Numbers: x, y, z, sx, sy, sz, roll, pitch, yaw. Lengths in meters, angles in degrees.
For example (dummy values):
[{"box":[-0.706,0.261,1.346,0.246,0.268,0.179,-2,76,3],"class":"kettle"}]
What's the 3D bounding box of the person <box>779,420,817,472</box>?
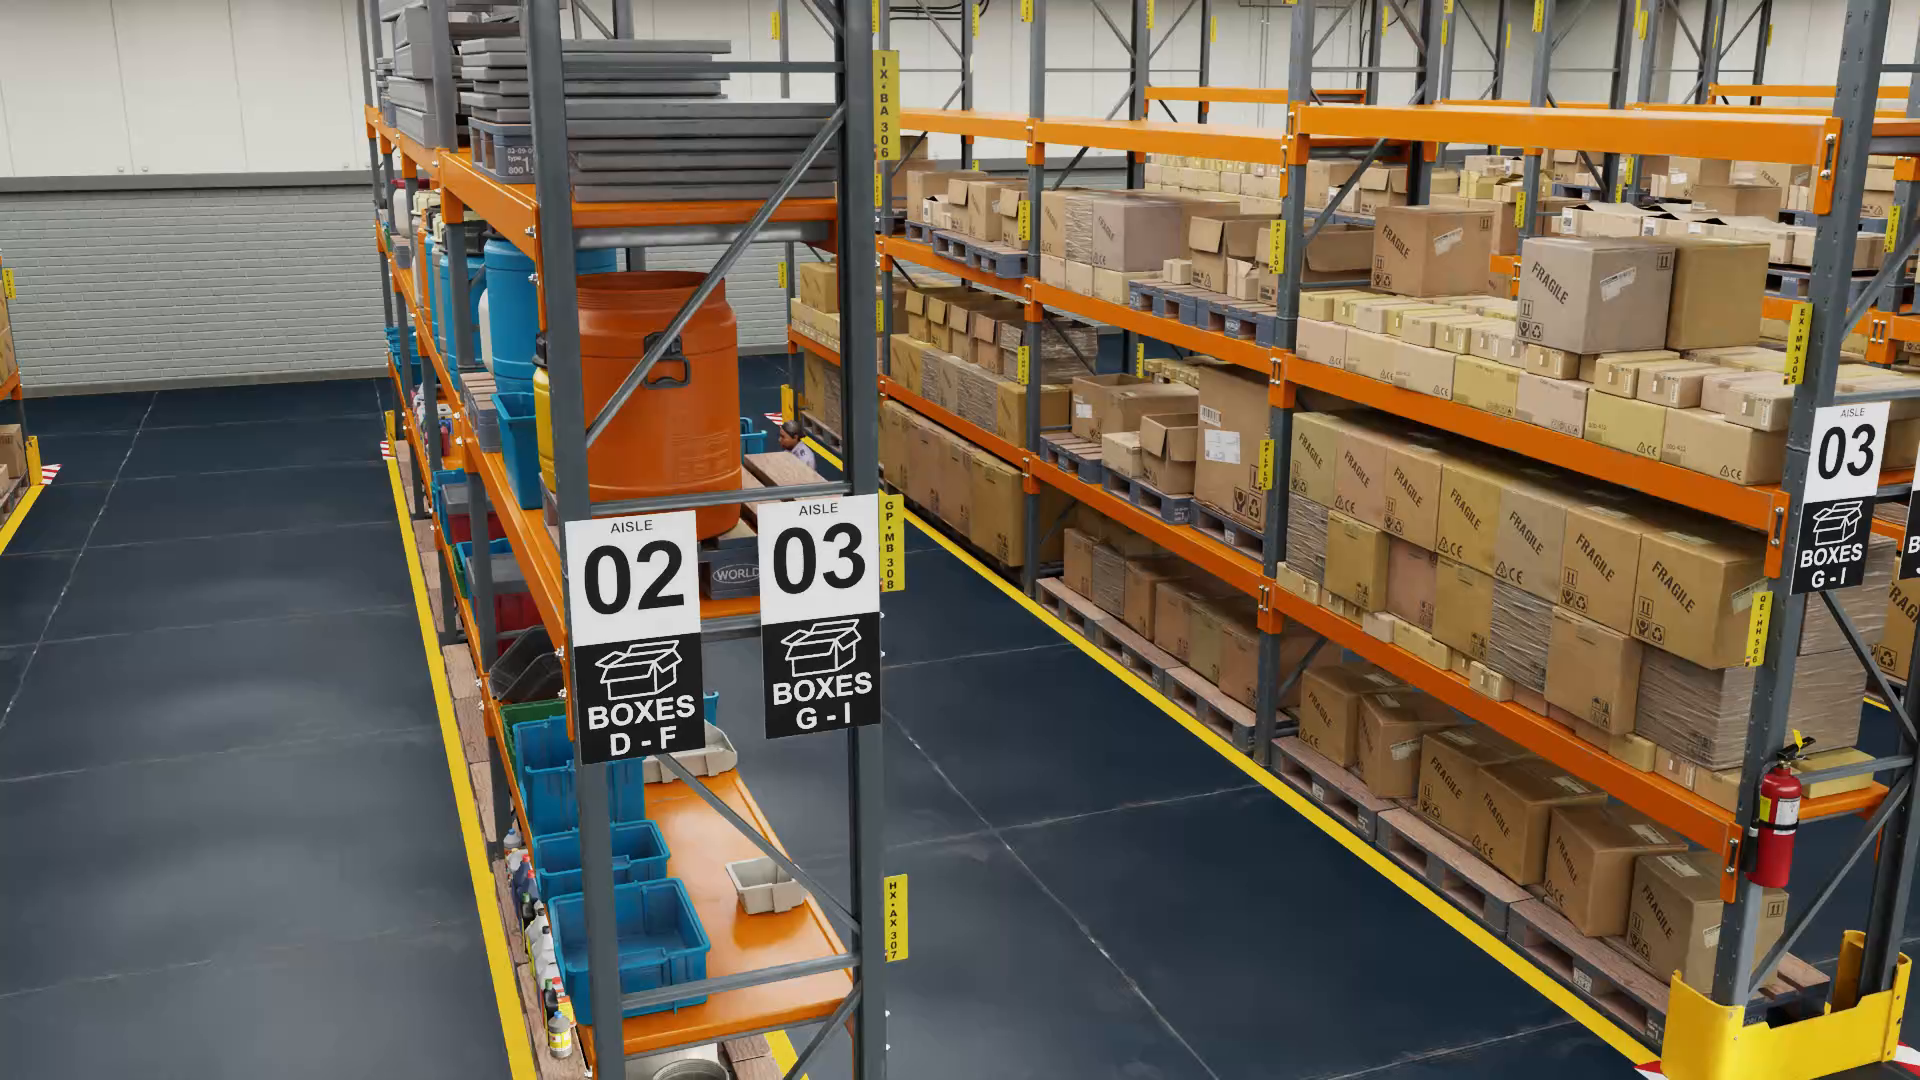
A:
[{"box":[-1.394,-0.239,14.392,0.377,1.651,0.561,-7,17,-24],"class":"person"}]
